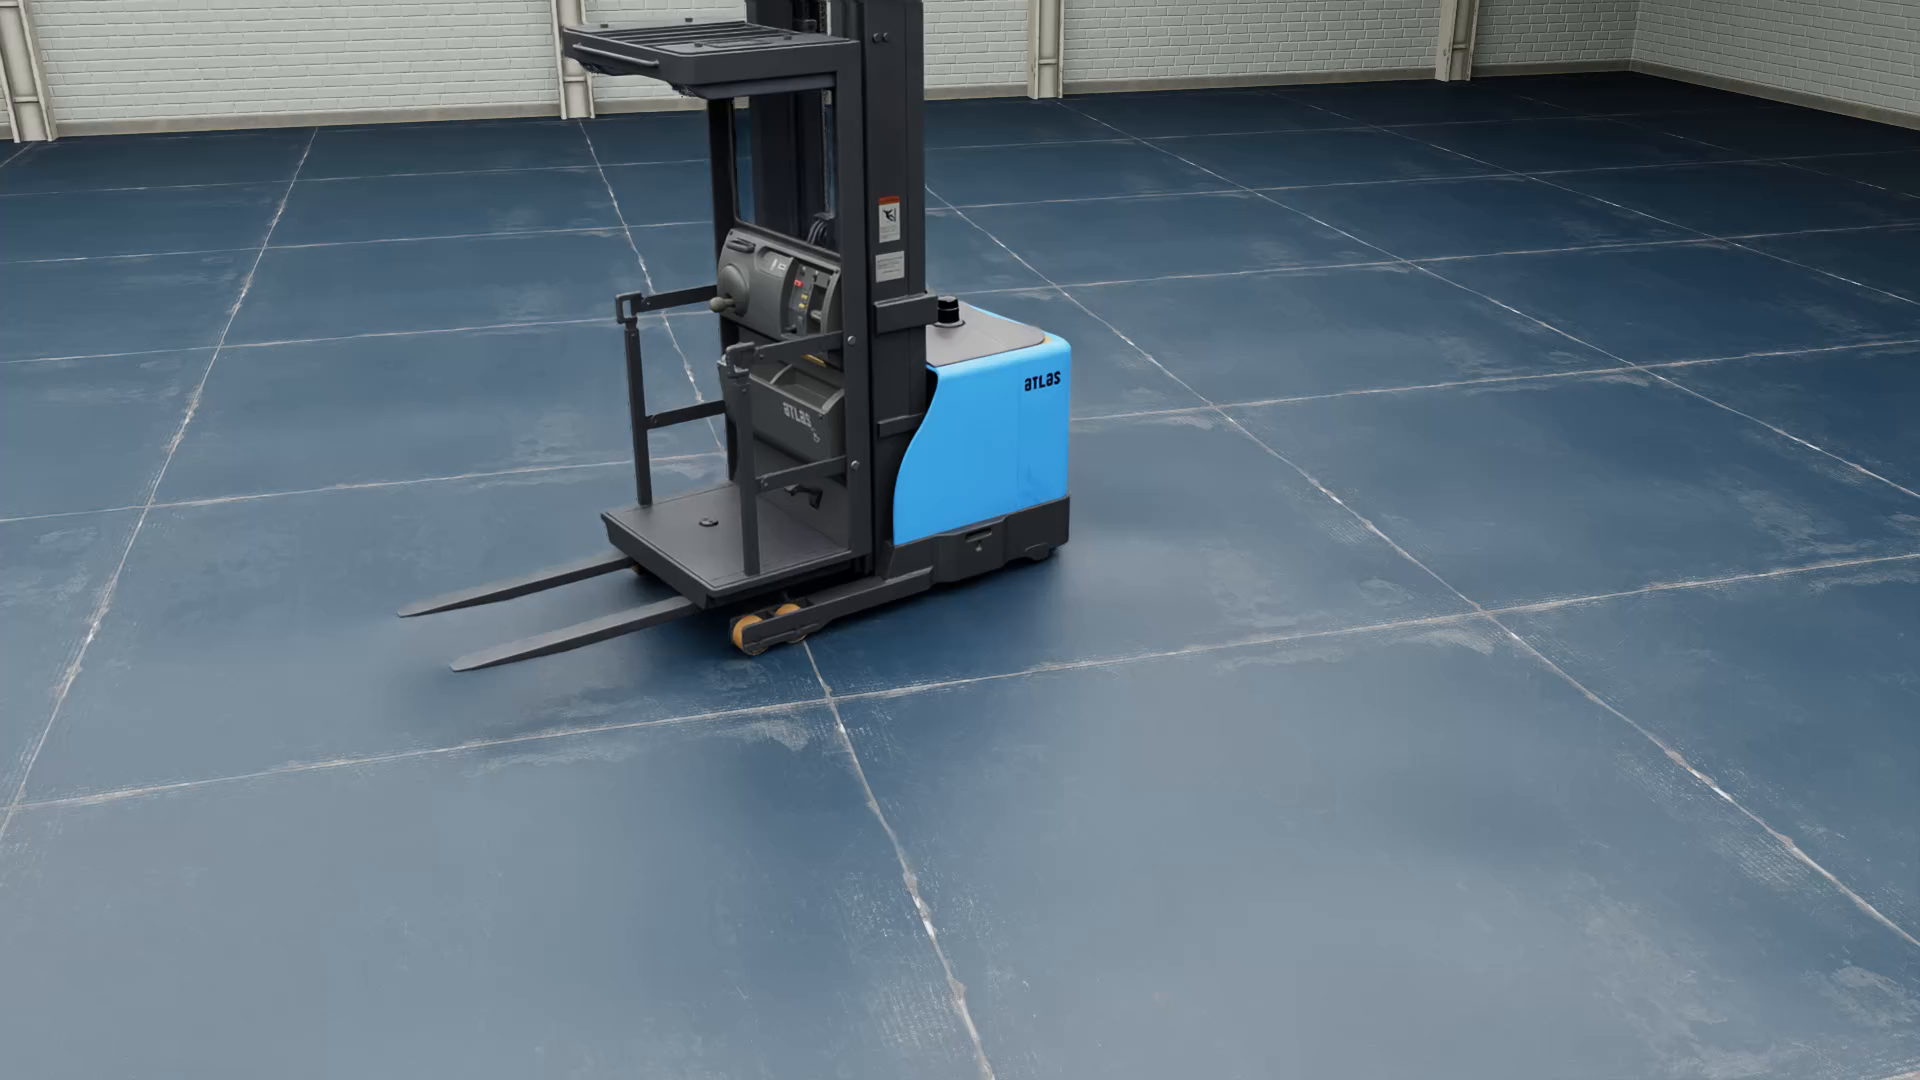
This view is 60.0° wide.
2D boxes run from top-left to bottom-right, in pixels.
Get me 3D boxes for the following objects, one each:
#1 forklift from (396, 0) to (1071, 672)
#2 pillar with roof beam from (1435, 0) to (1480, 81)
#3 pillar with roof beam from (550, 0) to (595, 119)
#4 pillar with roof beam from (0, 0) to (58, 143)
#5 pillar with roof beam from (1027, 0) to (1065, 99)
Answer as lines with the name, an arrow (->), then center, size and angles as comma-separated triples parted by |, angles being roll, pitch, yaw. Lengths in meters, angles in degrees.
forklift -> -0.957, -1.091, 7.075 | 3.031, 2.935, 1.130 | -16, 28, -33
pillar with roof beam -> 8.050, -8.949, 17.695 | 0.400, 9.000, 9.100 | -6, 24, -14
pillar with roof beam -> -3.504, -7.671, 14.716 | 0.400, 9.000, 9.100 | -6, 24, -14
pillar with roof beam -> -9.281, -7.032, 13.226 | 0.400, 9.000, 9.100 | -6, 24, -14
pillar with roof beam -> 2.273, -8.310, 16.205 | 0.400, 9.000, 9.100 | -6, 24, -14
